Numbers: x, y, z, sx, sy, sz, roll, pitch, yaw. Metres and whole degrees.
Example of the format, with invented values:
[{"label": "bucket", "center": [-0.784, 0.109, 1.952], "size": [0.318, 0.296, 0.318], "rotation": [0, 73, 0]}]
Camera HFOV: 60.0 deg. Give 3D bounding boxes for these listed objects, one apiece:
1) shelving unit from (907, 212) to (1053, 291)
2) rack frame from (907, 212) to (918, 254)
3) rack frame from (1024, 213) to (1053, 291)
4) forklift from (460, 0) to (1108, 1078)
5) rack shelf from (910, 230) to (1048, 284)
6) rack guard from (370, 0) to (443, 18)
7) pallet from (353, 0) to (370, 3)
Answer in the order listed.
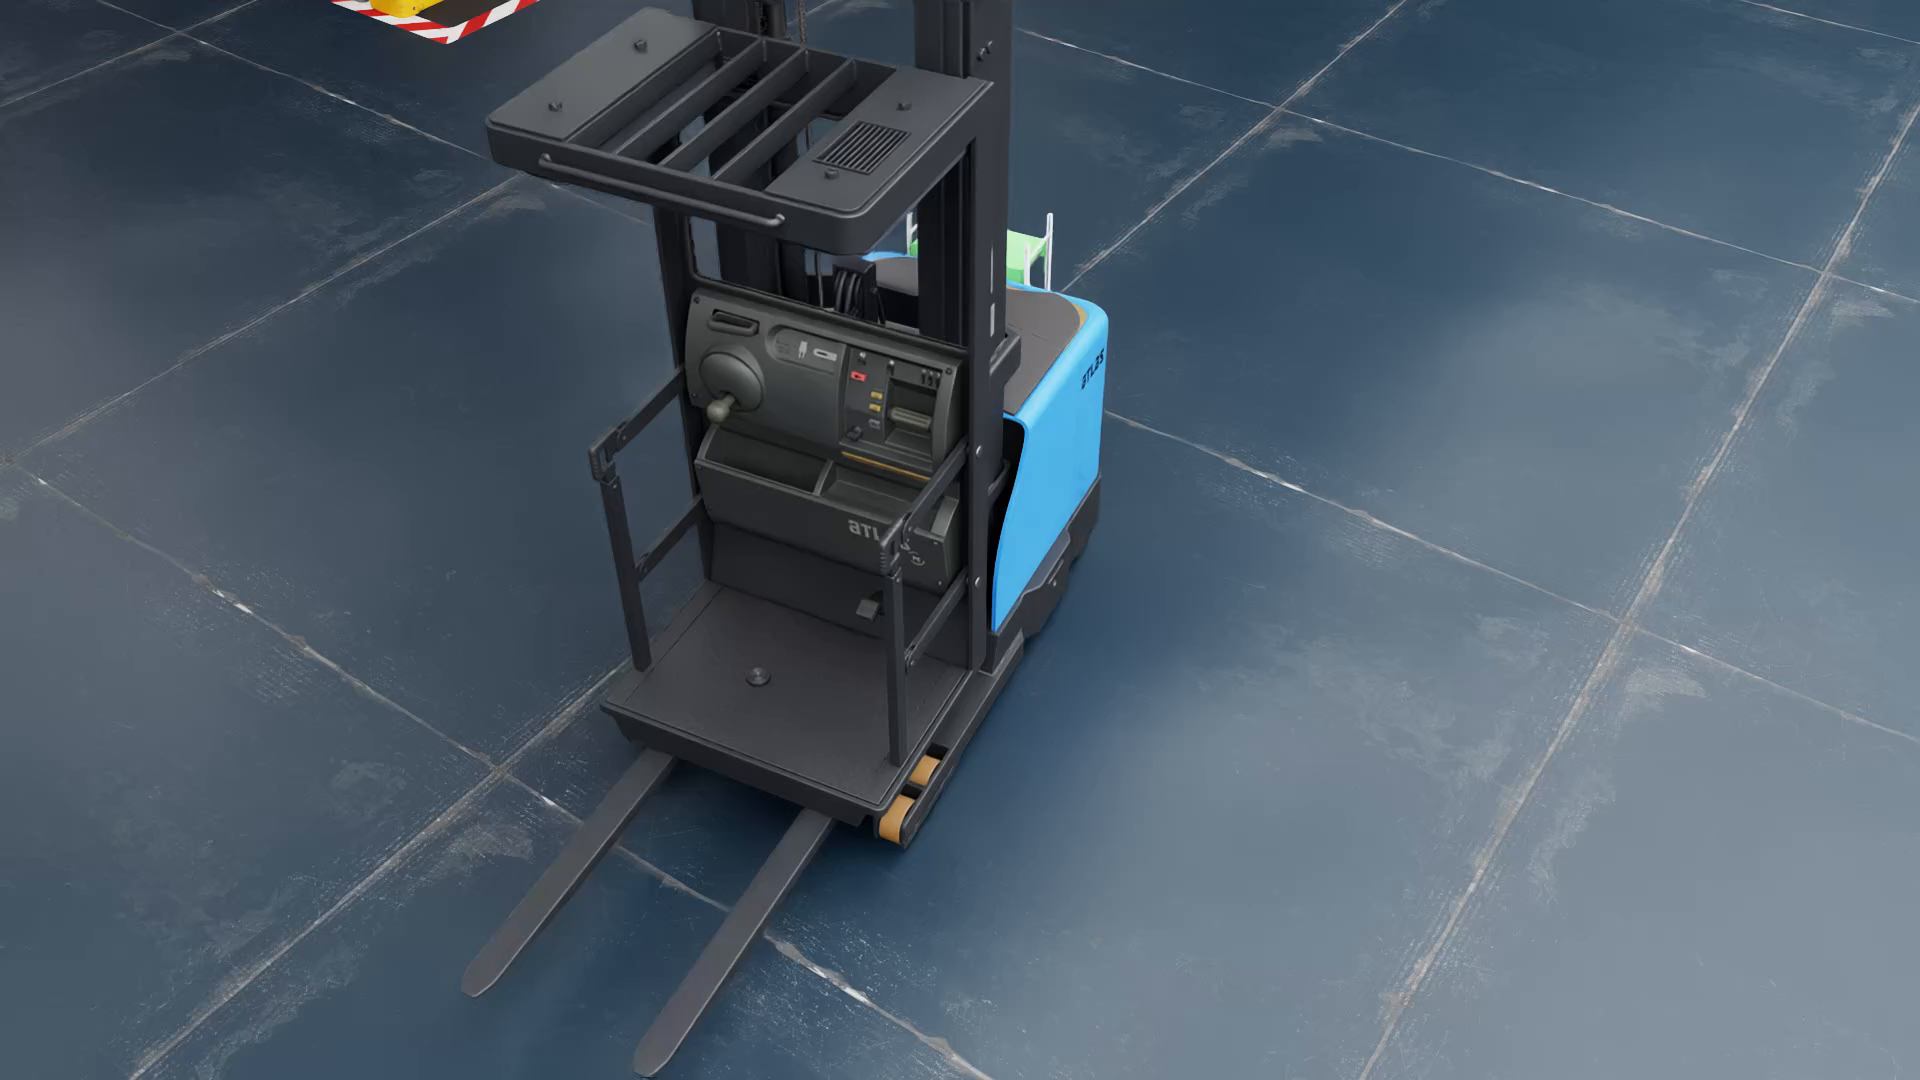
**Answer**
[{"label": "shelving unit", "center": [0.076, -0.795, 6.739], "size": [0.503, 1.200, 0.258], "rotation": [17, 45, 18]}, {"label": "rack frame", "center": [-0.145, -0.864, 6.816], "size": [0.015, 1.200, 0.240], "rotation": [17, 45, 18]}, {"label": "rack frame", "center": [0.297, -0.726, 6.662], "size": [0.015, 1.200, 0.240], "rotation": [17, 45, 18]}, {"label": "forklift", "center": [-0.530, -0.407, 5.007], "size": [1.130, 2.935, 3.031], "rotation": [18, 45, 19]}, {"label": "rack shelf", "center": [0.076, -1.105, 6.461], "size": [0.480, 0.148, 0.258], "rotation": [17, 45, 18]}, {"label": "rack guard", "center": [-3.279, -3.818, 10.642], "size": [0.348, 0.500, 1.175], "rotation": [25, 48, 25]}, {"label": "pallet", "center": [-3.999, -3.983, 11.043], "size": [1.213, 0.211, 1.003], "rotation": [25, 48, 25]}]
